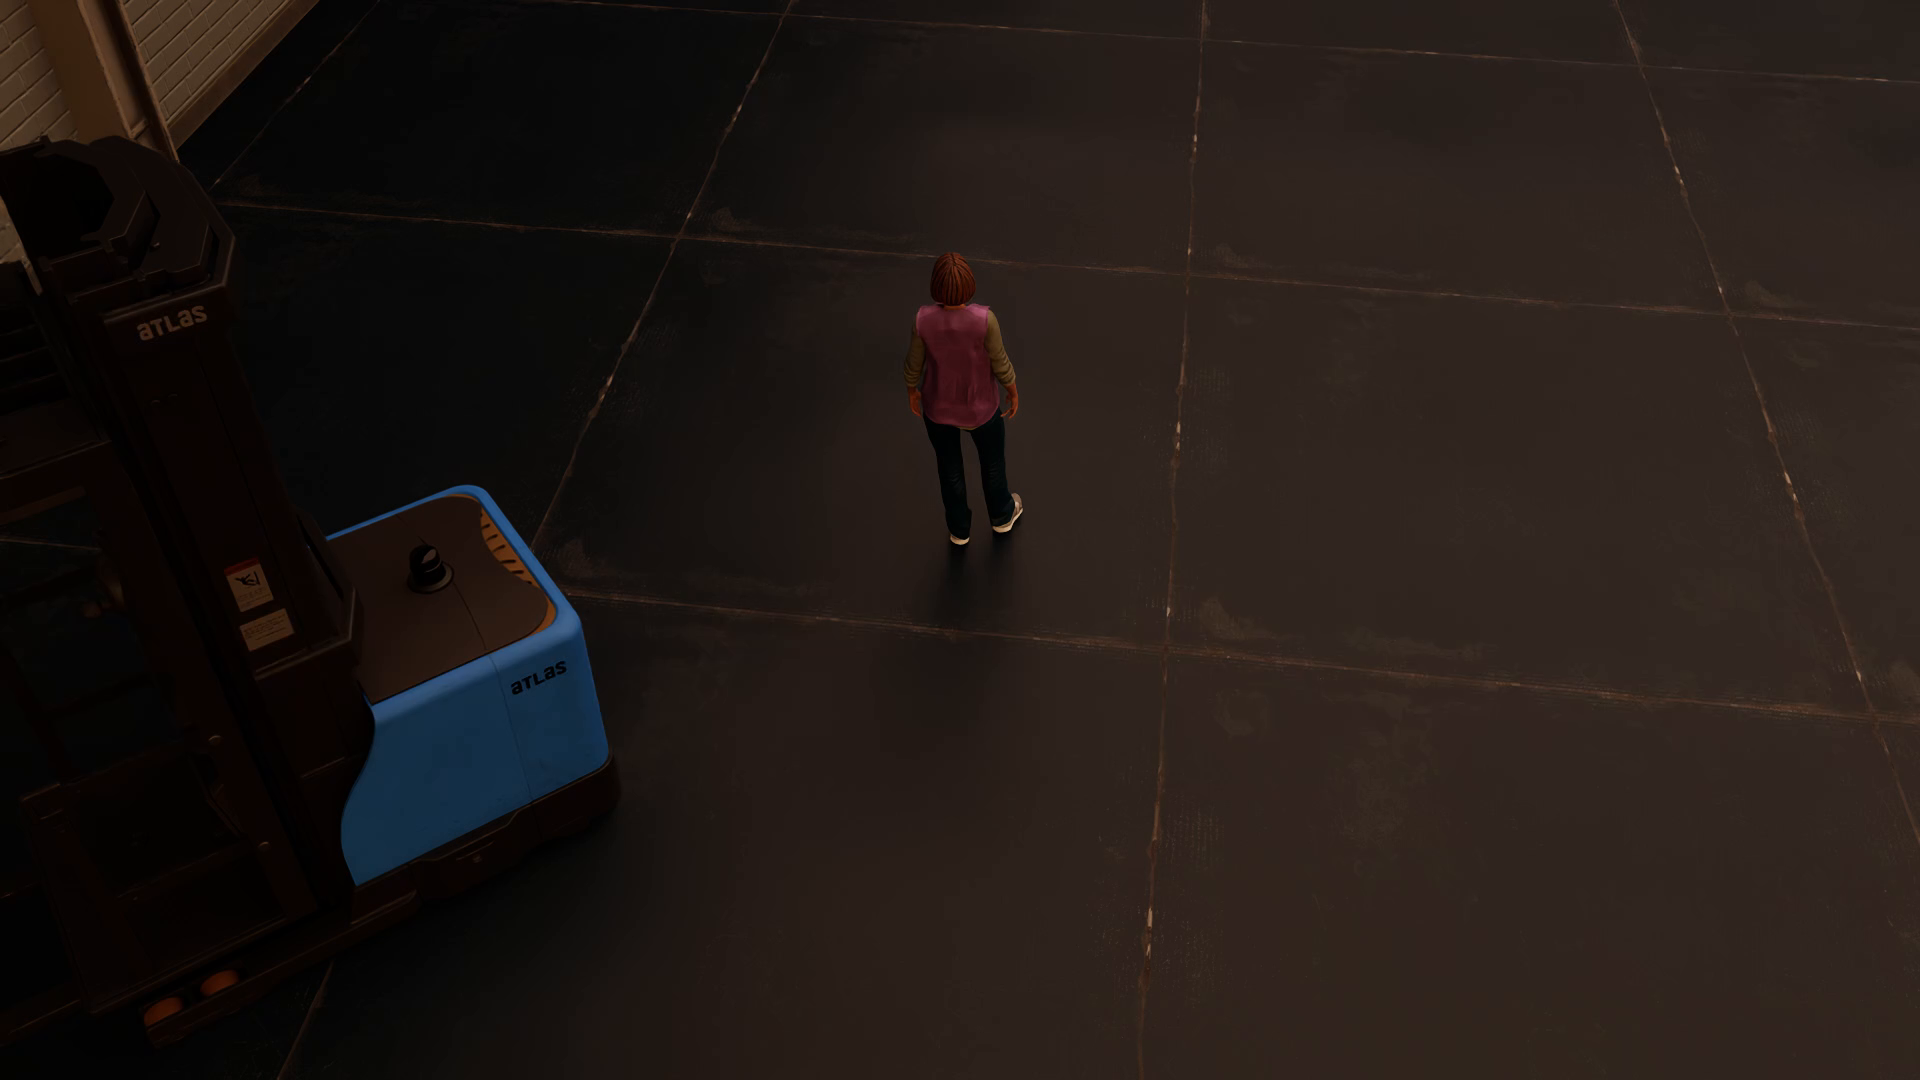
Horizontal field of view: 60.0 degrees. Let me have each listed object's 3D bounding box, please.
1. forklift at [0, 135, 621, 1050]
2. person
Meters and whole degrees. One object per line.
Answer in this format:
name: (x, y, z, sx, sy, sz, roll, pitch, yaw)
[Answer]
forklift: (-2.863, 0.303, 5.394, 3.031, 2.935, 1.130, -25, 48, -25)
person: (0.023, -0.642, 7.399, 0.521, 1.599, 0.473, 5, 43, 6)
